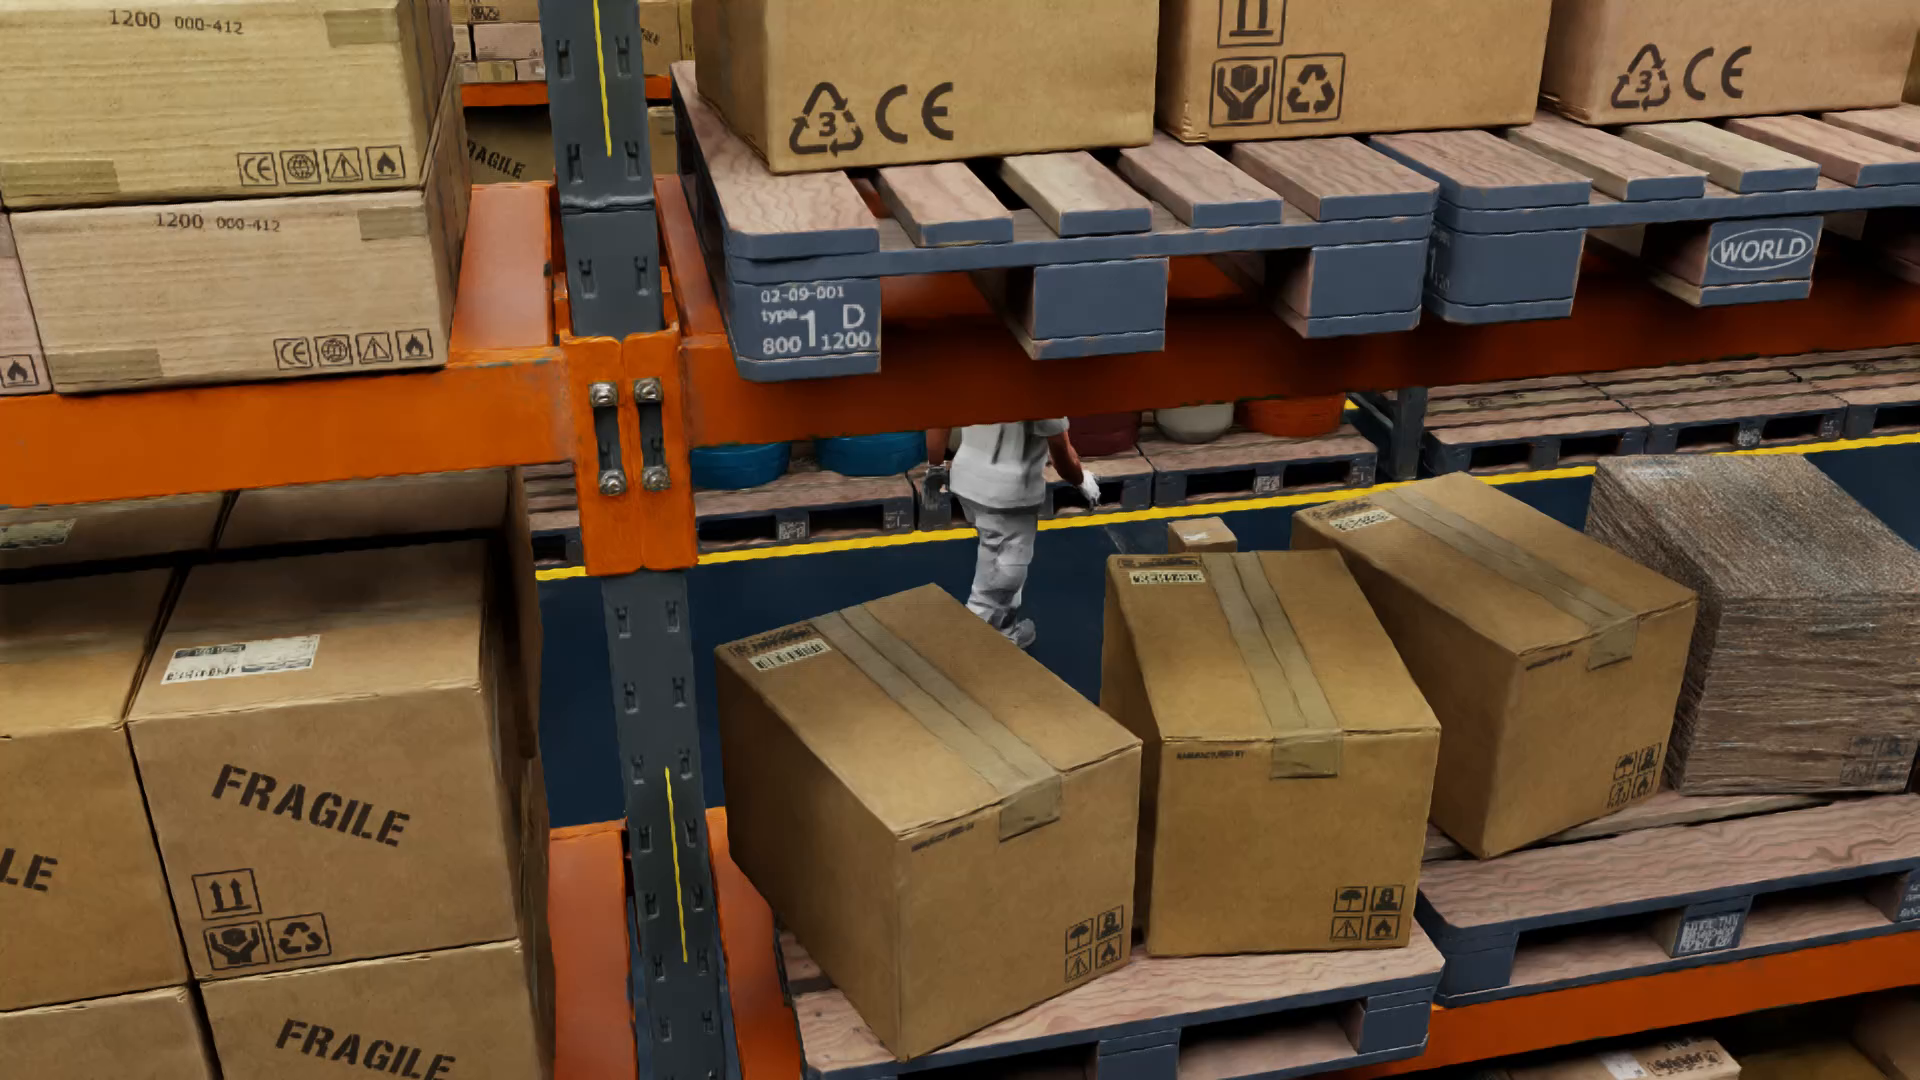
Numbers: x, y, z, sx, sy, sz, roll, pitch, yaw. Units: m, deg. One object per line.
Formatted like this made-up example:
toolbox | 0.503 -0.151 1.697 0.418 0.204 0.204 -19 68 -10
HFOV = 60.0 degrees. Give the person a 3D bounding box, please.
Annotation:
person | 0.173 -0.184 6.474 0.719 1.745 0.660 -19 32 -33
